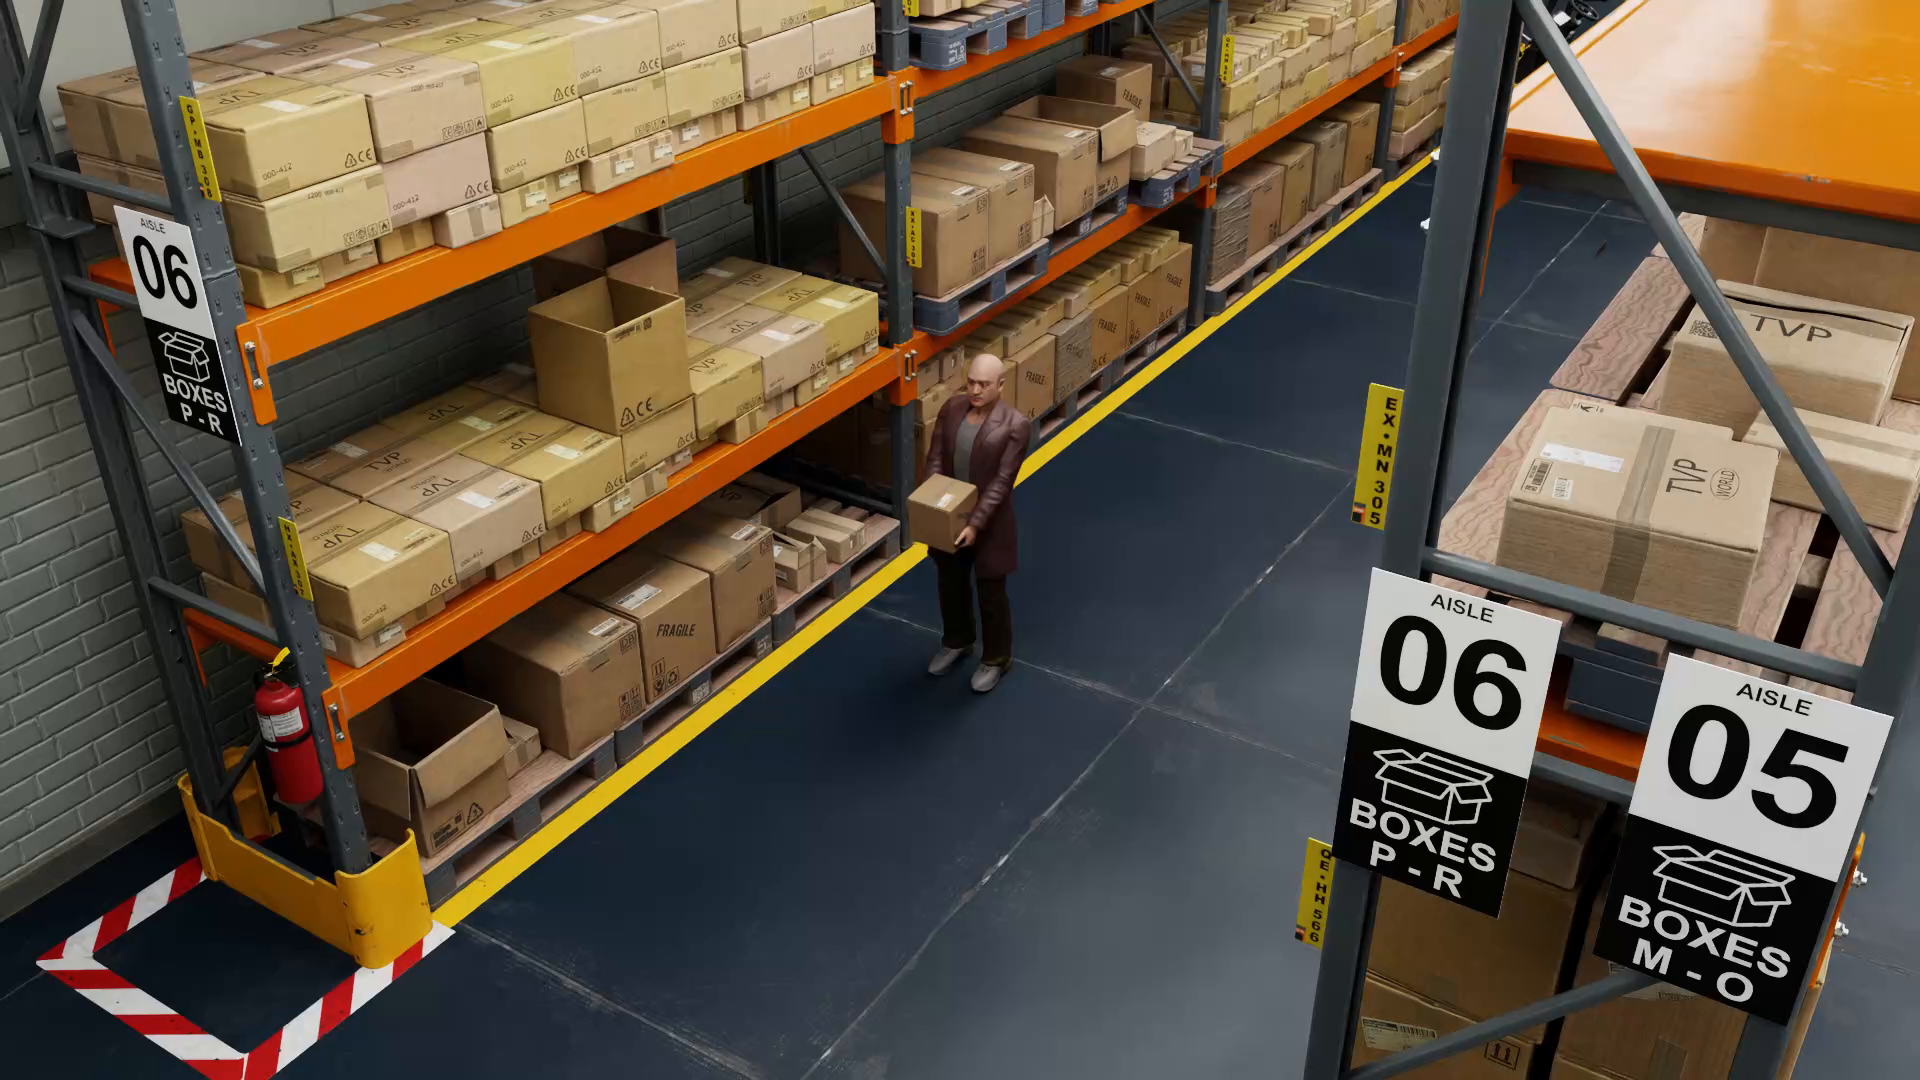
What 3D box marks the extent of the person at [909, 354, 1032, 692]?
[{"bbox_3d":[0.025,-0.051,8.300,0.526,1.776,0.554,18,35,28],"label":"person"}]
